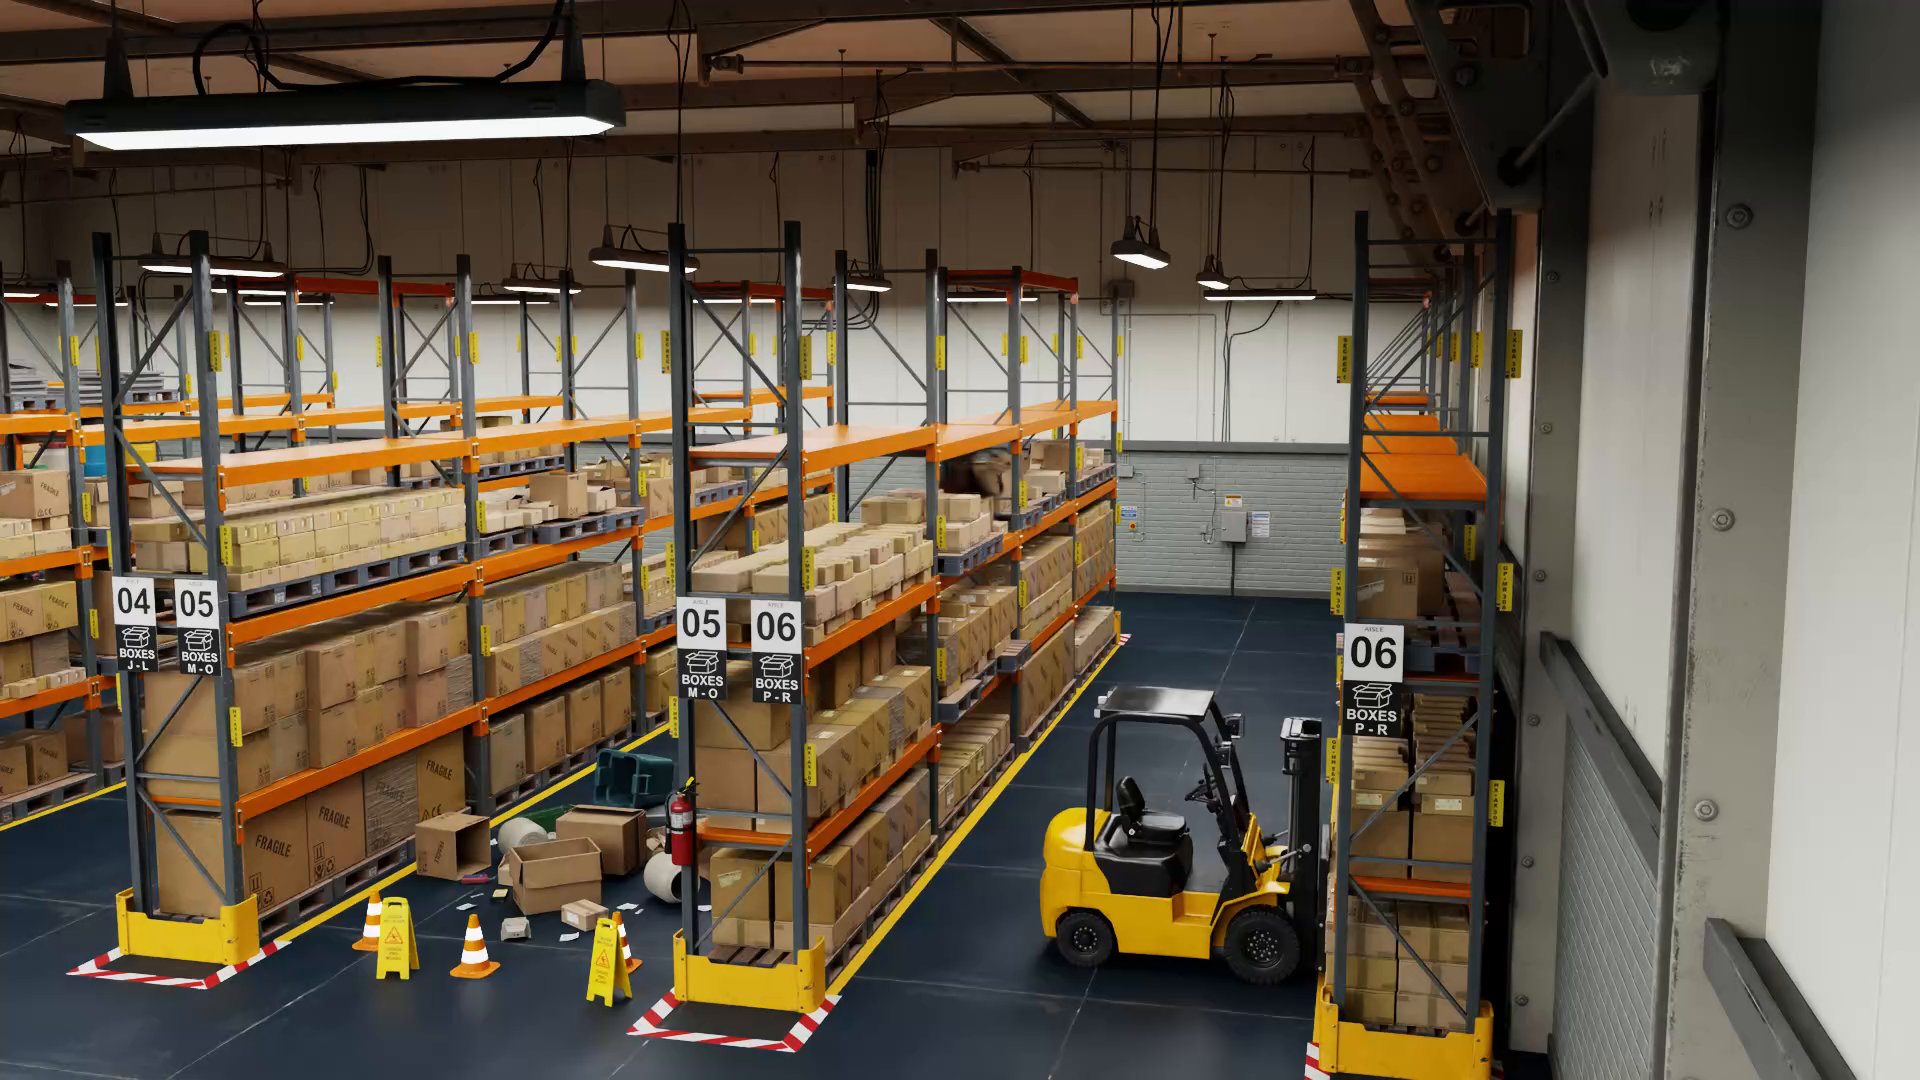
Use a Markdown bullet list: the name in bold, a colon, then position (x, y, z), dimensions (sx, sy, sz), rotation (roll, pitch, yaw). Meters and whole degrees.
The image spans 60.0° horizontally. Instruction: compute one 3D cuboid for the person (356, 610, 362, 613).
- **person**: position (-7.769, 1.671, 21.880), dimensions (0.491, 1.678, 0.360), rotation (-6, 9, -40)
